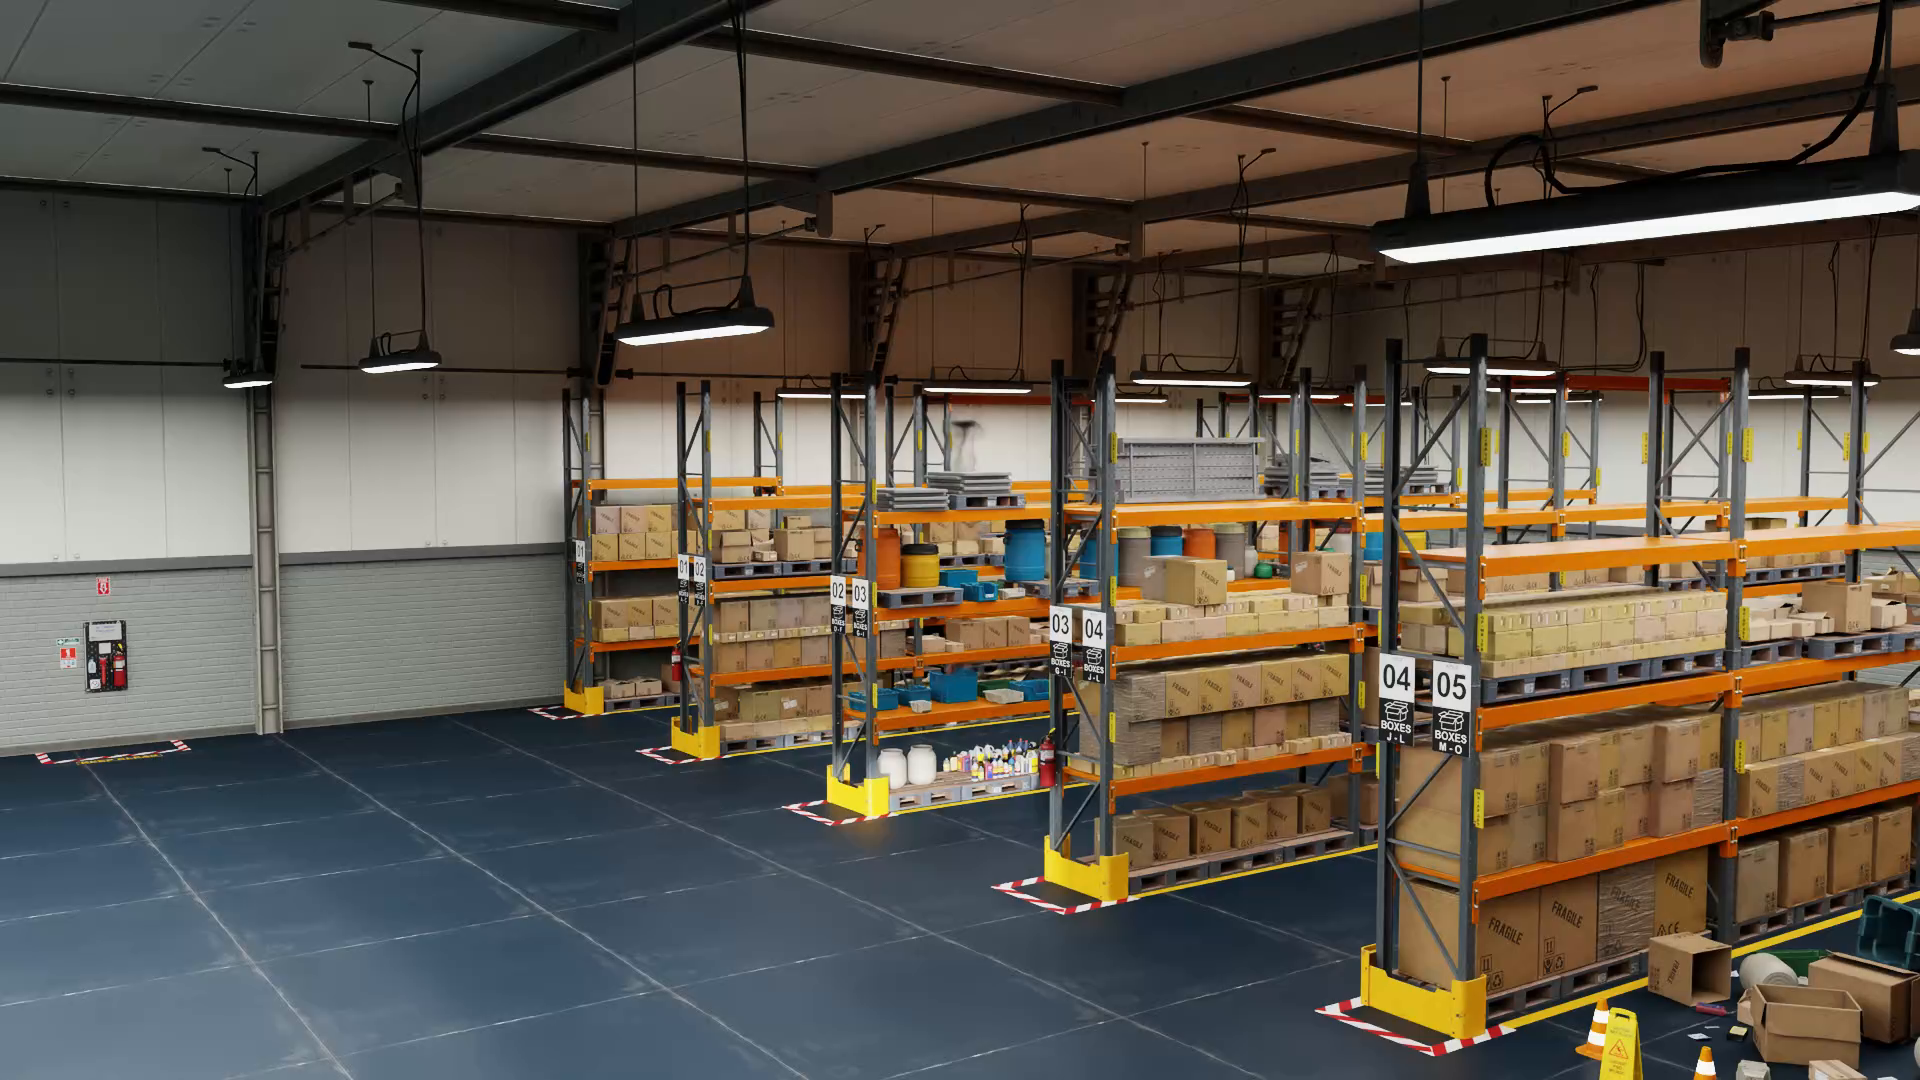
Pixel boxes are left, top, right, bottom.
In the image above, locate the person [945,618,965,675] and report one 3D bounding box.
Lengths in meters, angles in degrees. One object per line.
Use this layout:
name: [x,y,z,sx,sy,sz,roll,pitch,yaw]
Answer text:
person: [0.000,2.313,31.704,0.765,1.678,0.577,-2,4,-34]
